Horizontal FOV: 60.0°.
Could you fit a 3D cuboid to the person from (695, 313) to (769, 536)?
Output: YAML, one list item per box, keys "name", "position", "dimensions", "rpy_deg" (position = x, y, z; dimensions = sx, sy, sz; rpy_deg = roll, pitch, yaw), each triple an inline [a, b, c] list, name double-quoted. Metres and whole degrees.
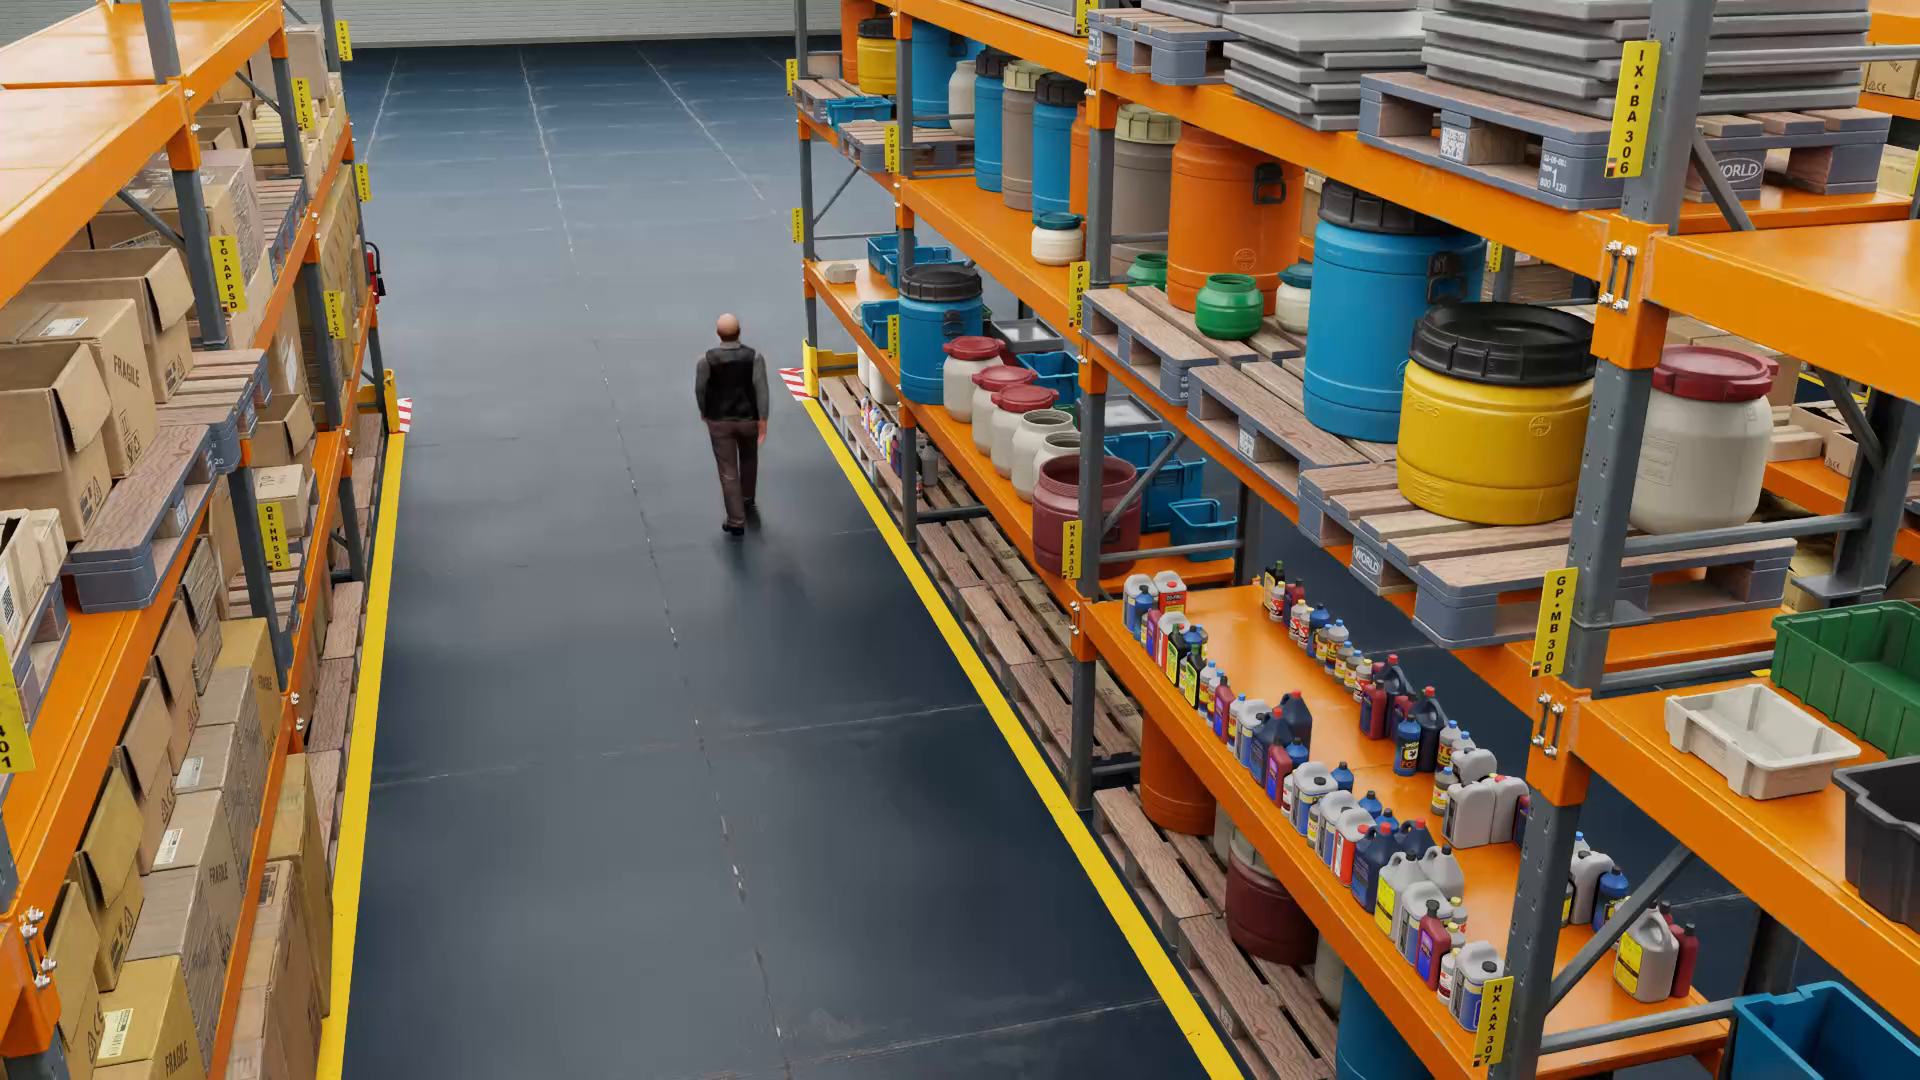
- name: "person"
  position: [-1.777, -0.948, 12.927]
  dimensions: [0.539, 1.703, 0.924]
  rpy_deg: [-7, 24, -17]
